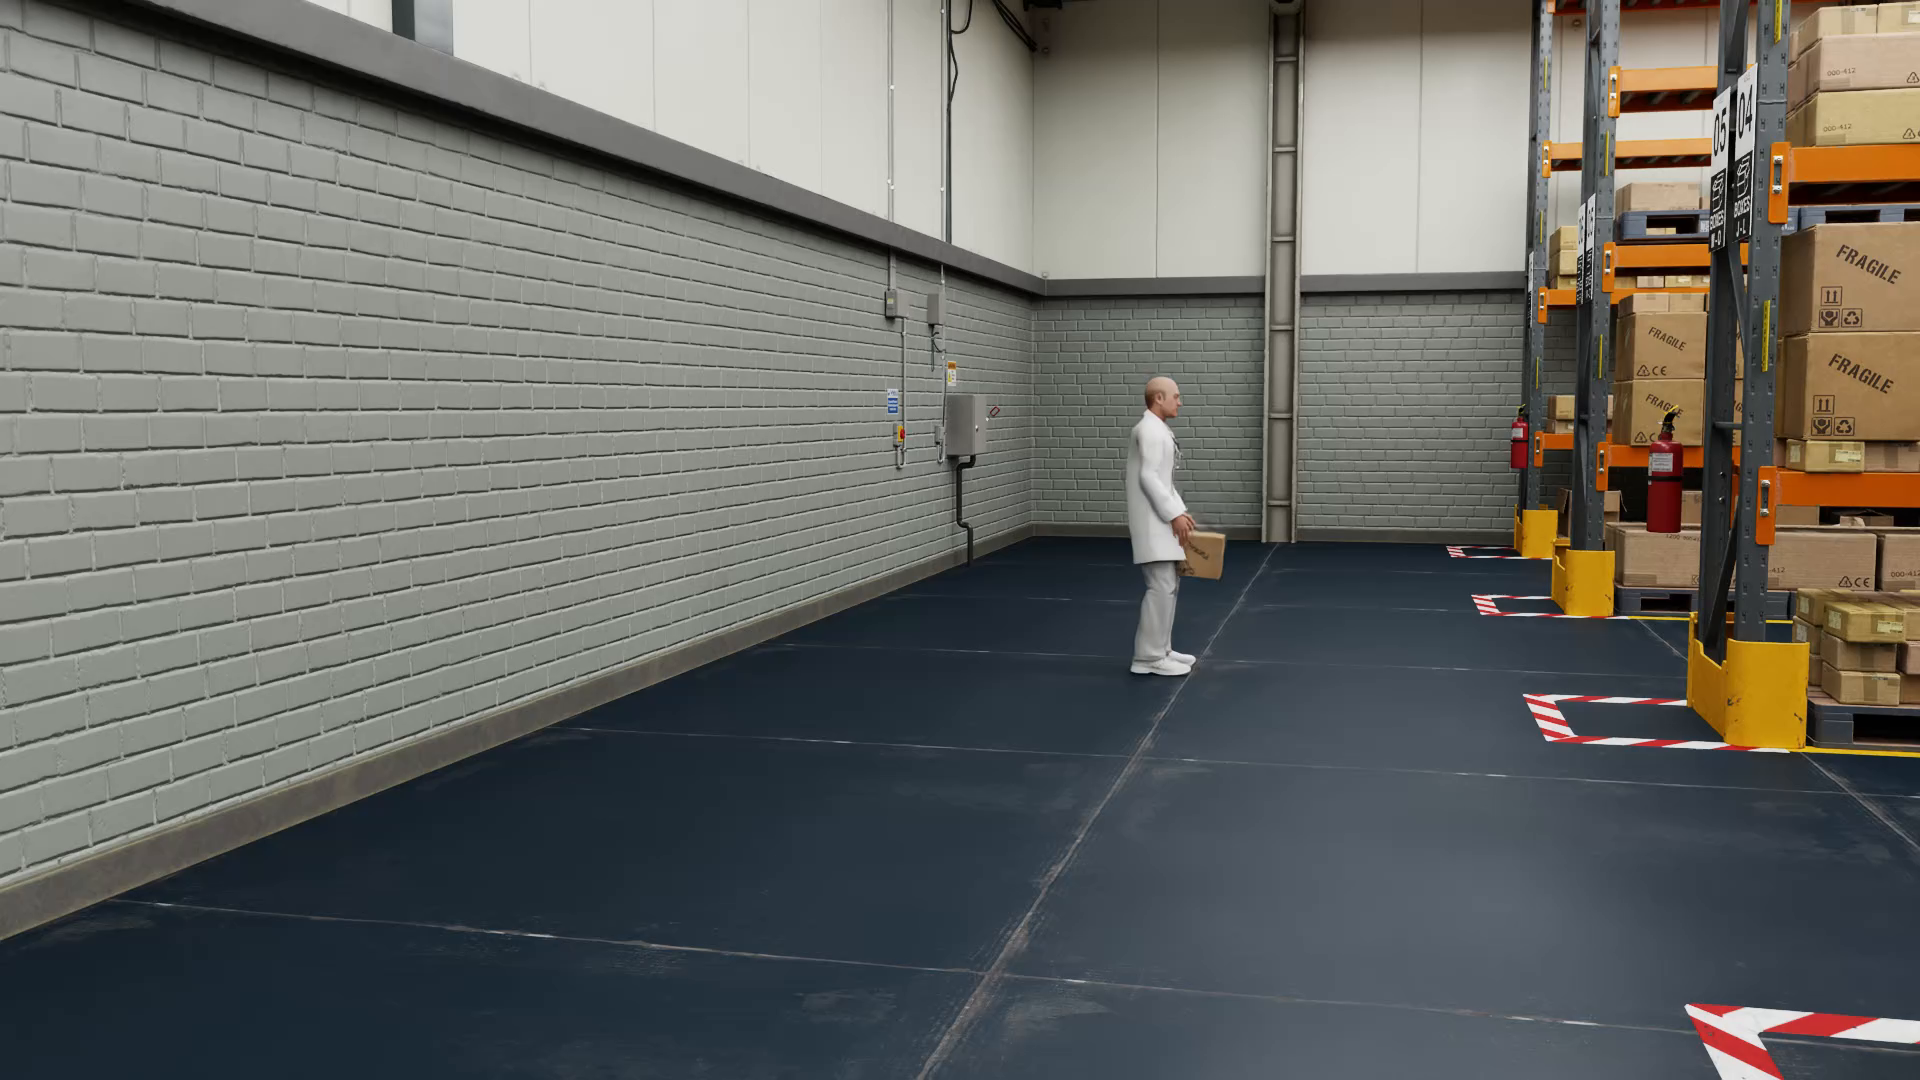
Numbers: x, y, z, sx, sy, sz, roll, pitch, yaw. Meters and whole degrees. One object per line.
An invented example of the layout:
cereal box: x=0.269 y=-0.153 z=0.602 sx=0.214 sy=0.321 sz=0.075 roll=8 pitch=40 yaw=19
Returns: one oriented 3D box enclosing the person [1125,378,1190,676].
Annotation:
person: x=1.221 y=-0.092 z=10.088 sx=0.416 sy=1.772 sz=0.643 roll=1 pitch=5 yaw=11
